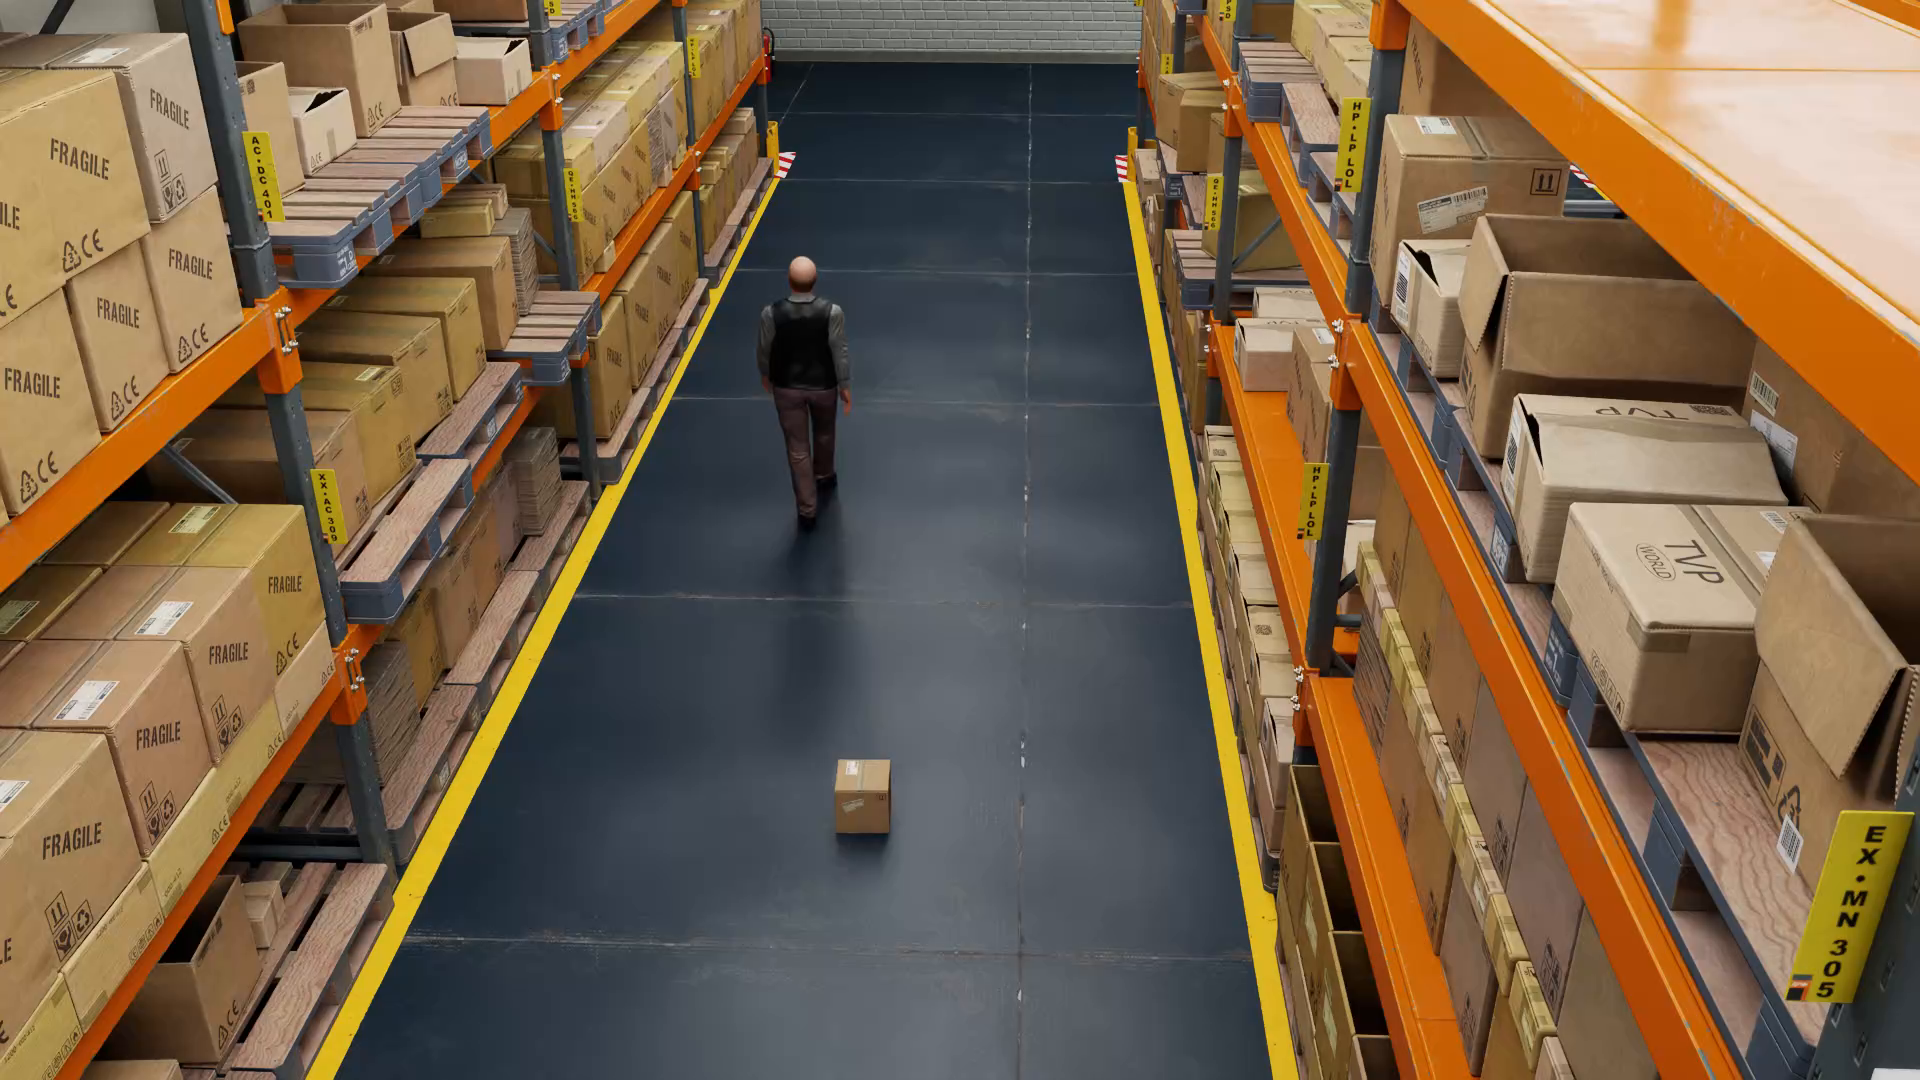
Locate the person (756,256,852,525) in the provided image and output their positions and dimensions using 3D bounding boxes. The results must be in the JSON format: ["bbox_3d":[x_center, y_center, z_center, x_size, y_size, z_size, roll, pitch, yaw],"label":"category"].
[{"bbox_3d":[-0.994,-1.004,10.543,0.572,1.708,0.881,-4,28,-8],"label":"person"}]
